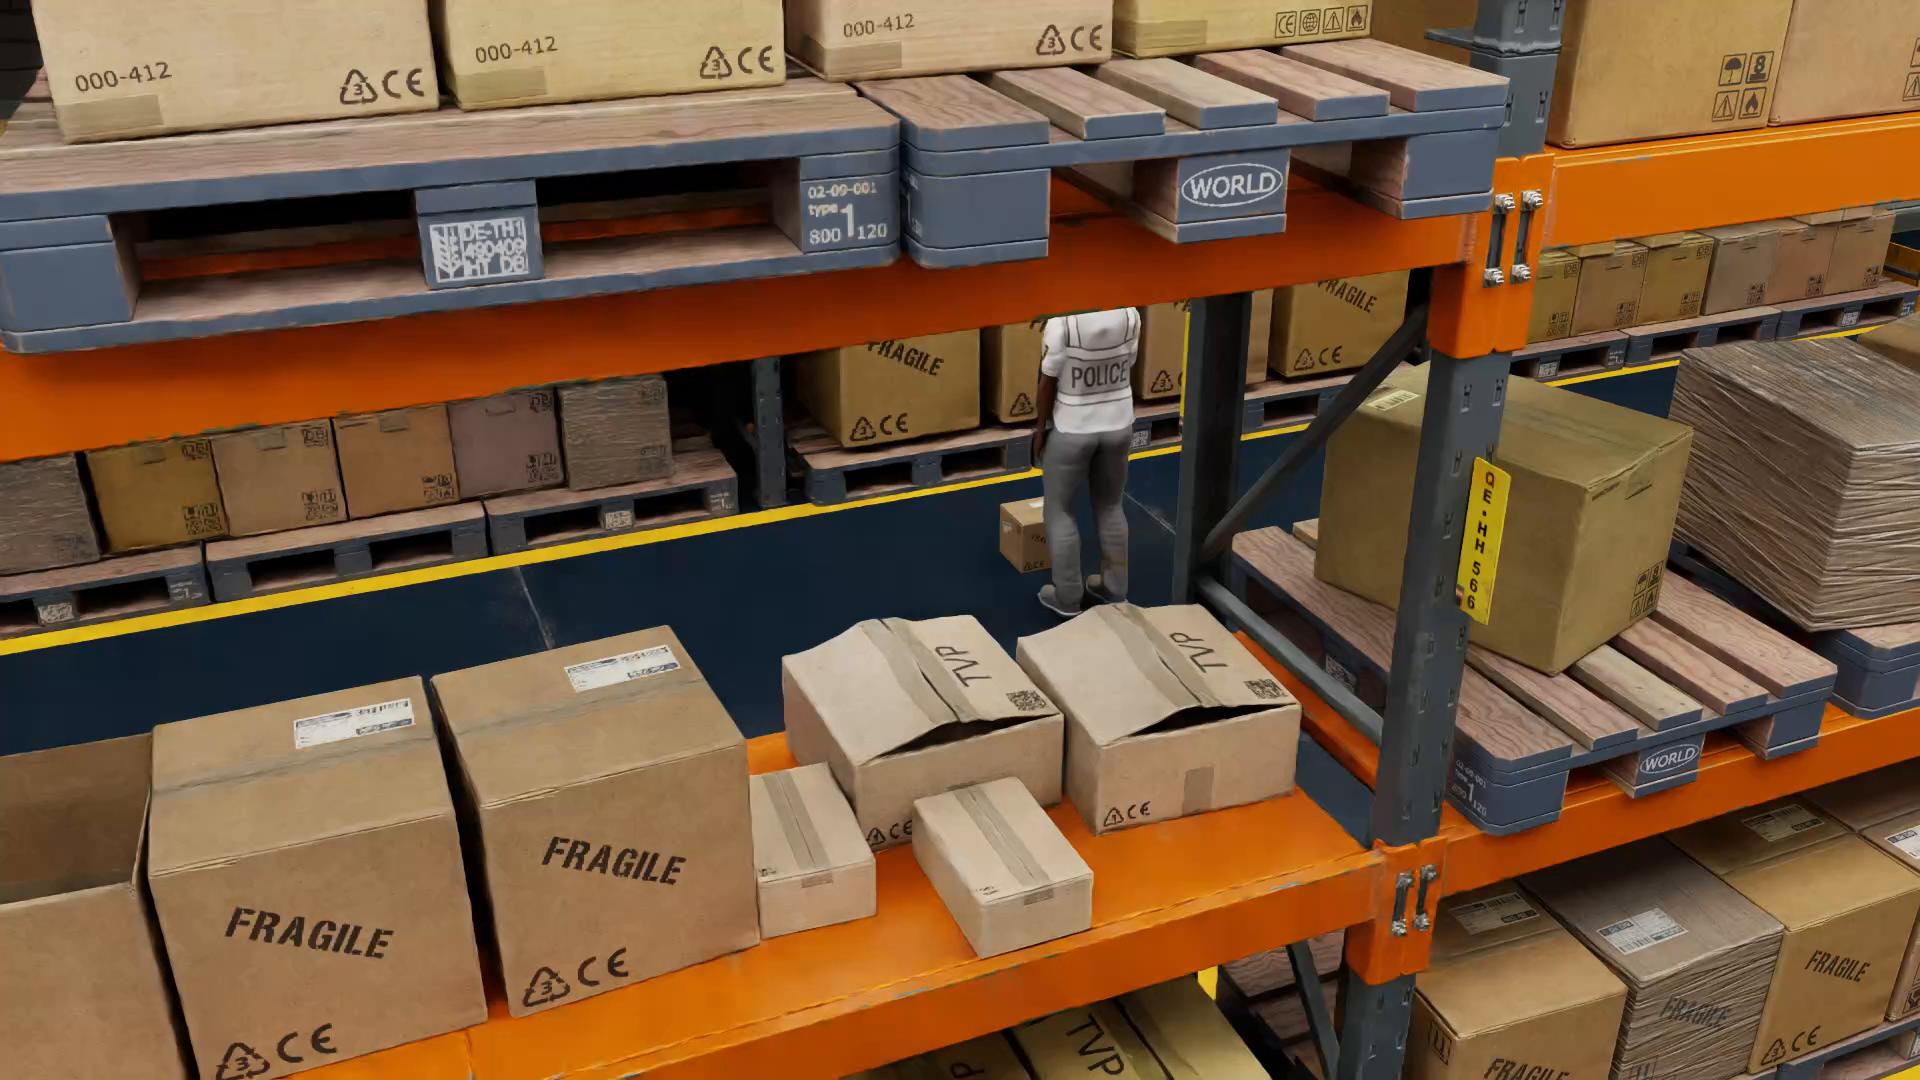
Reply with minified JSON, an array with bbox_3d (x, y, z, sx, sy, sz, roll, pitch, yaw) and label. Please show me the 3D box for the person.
[{"bbox_3d":[0.525,-0.454,7.059,0.440,1.653,0.336,-10,28,-20],"label":"person"}]
